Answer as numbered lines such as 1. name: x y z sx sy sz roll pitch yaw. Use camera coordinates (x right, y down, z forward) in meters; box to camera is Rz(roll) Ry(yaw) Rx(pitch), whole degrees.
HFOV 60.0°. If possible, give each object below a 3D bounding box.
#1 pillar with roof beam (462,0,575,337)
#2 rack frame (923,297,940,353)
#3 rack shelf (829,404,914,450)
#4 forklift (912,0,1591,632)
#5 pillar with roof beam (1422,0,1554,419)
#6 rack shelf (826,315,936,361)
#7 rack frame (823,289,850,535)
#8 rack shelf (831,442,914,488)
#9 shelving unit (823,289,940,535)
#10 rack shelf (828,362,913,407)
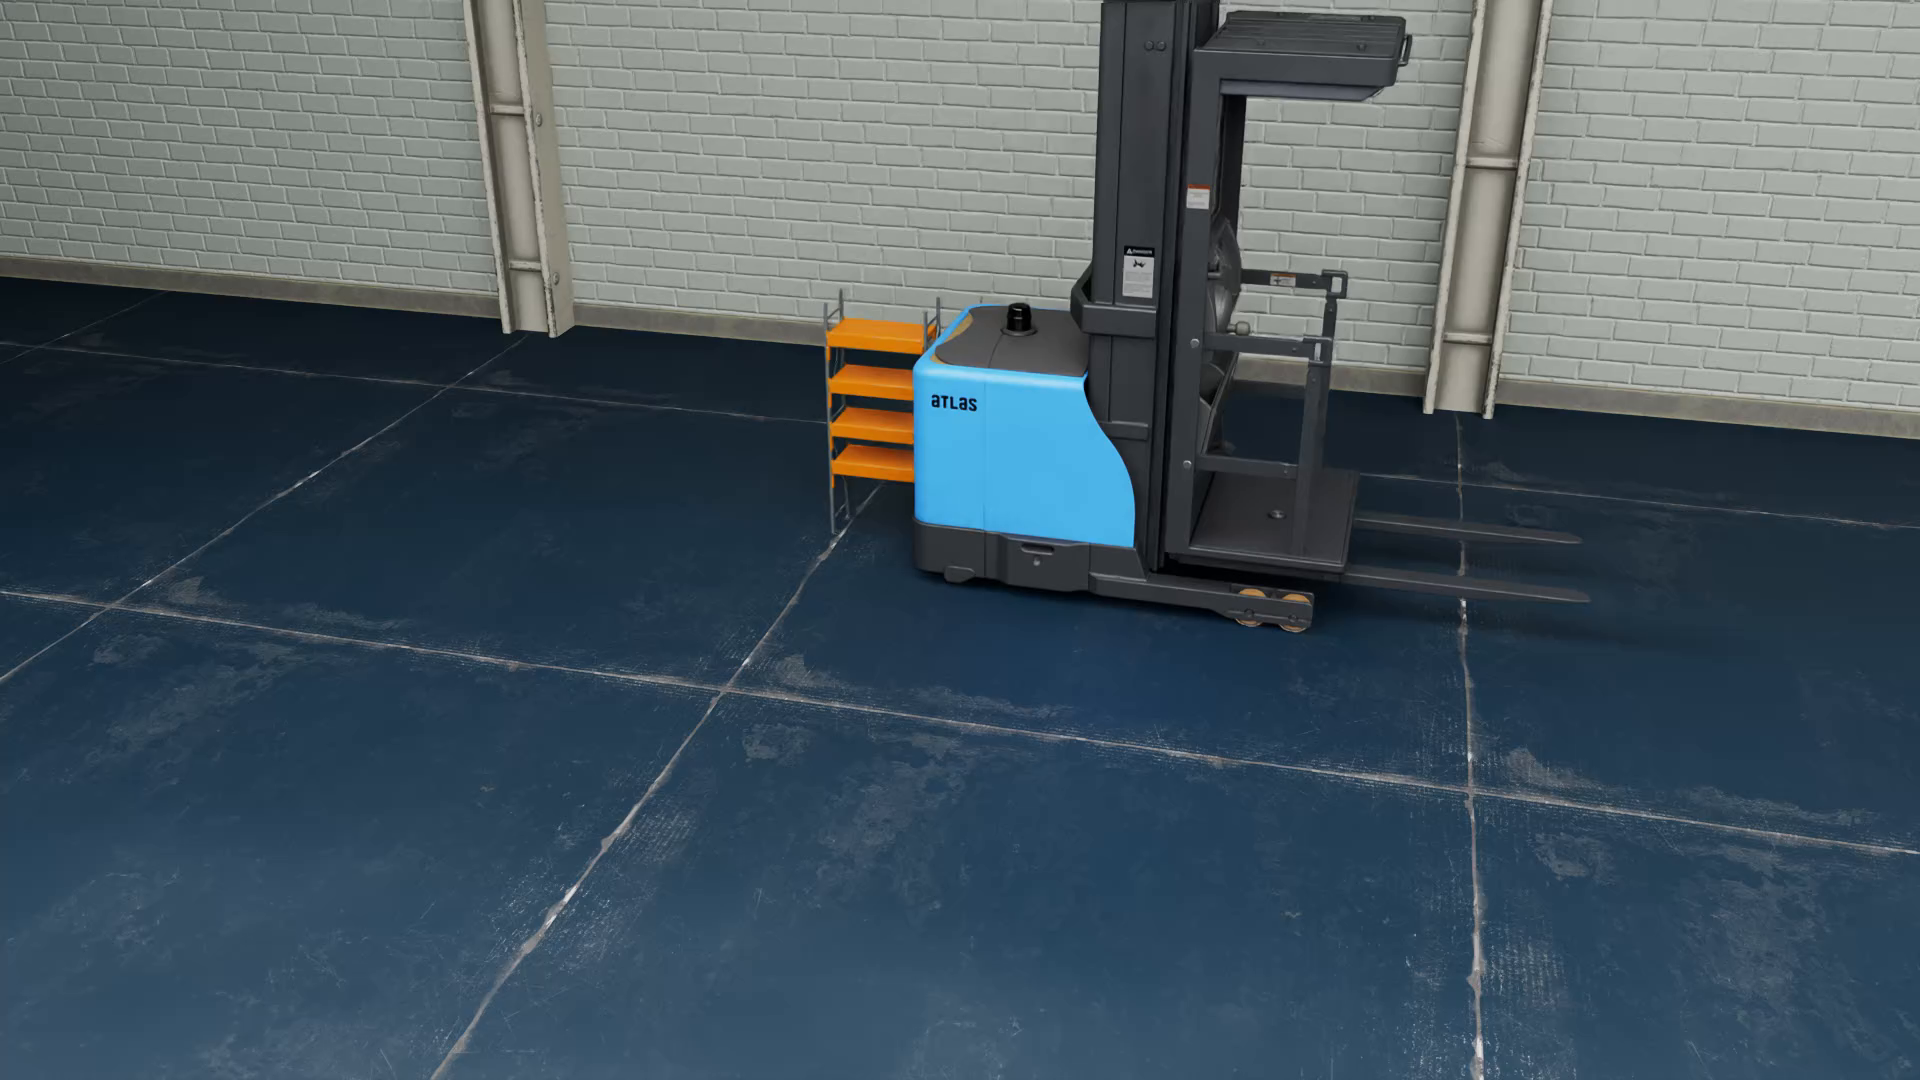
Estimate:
1. pillar with roof beam: -3.918 -3.706 5.567 0.400 9.000 9.100 6 26 13
2. rack frame: -0.132 -0.561 8.031 0.015 1.200 0.240 7 26 14
3. rack shelf: -0.367 -0.528 8.119 0.480 0.148 0.258 7 26 14
4. forklift: 1.350 -1.168 7.294 3.031 2.935 1.130 7 26 14
5. pillar with roof beam: 1.893 -3.064 4.217 0.400 9.000 9.100 6 26 13
6. rack shelf: -0.367 -0.943 7.921 0.480 0.148 0.258 7 26 14
7. rack frame: -0.602 -0.616 8.149 0.015 1.200 0.240 7 26 14
8. rack shelf: -0.367 -0.348 8.205 0.480 0.148 0.258 7 26 14
9. shelving unit: -0.367 -0.588 8.090 0.503 1.200 0.258 7 26 14
10. rack shelf: -0.367 -0.730 8.023 0.480 0.148 0.258 7 26 14
